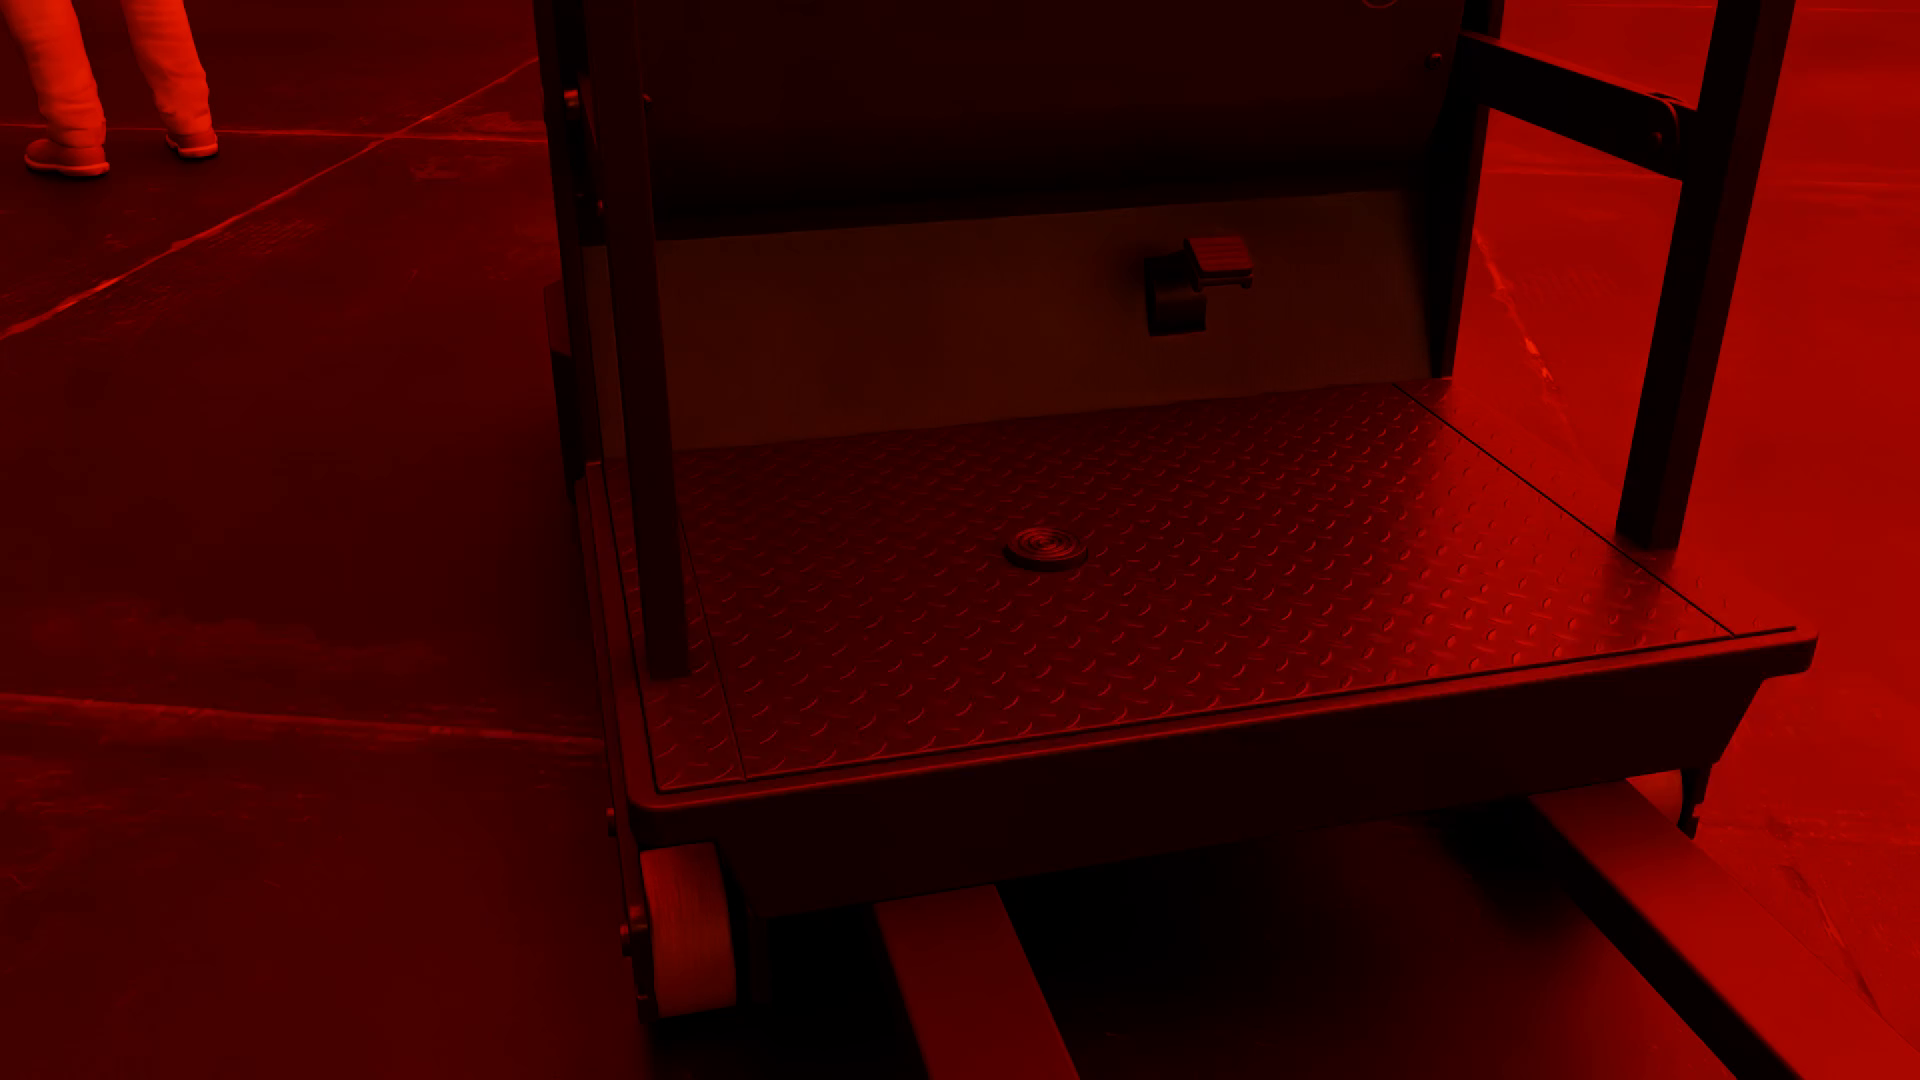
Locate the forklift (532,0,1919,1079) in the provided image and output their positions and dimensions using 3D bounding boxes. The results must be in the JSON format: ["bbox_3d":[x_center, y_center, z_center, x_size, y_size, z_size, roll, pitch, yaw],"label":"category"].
[{"bbox_3d":[0.153,-1.049,1.319,1.130,2.935,3.031,-7,27,-13],"label":"forklift"}]

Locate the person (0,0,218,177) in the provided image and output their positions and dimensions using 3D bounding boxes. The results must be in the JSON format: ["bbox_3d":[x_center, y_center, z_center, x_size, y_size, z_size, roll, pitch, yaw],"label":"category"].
[{"bbox_3d":[-2.288,-1.814,4.175,0.584,1.748,0.434,-23,34,-38],"label":"person"}]
